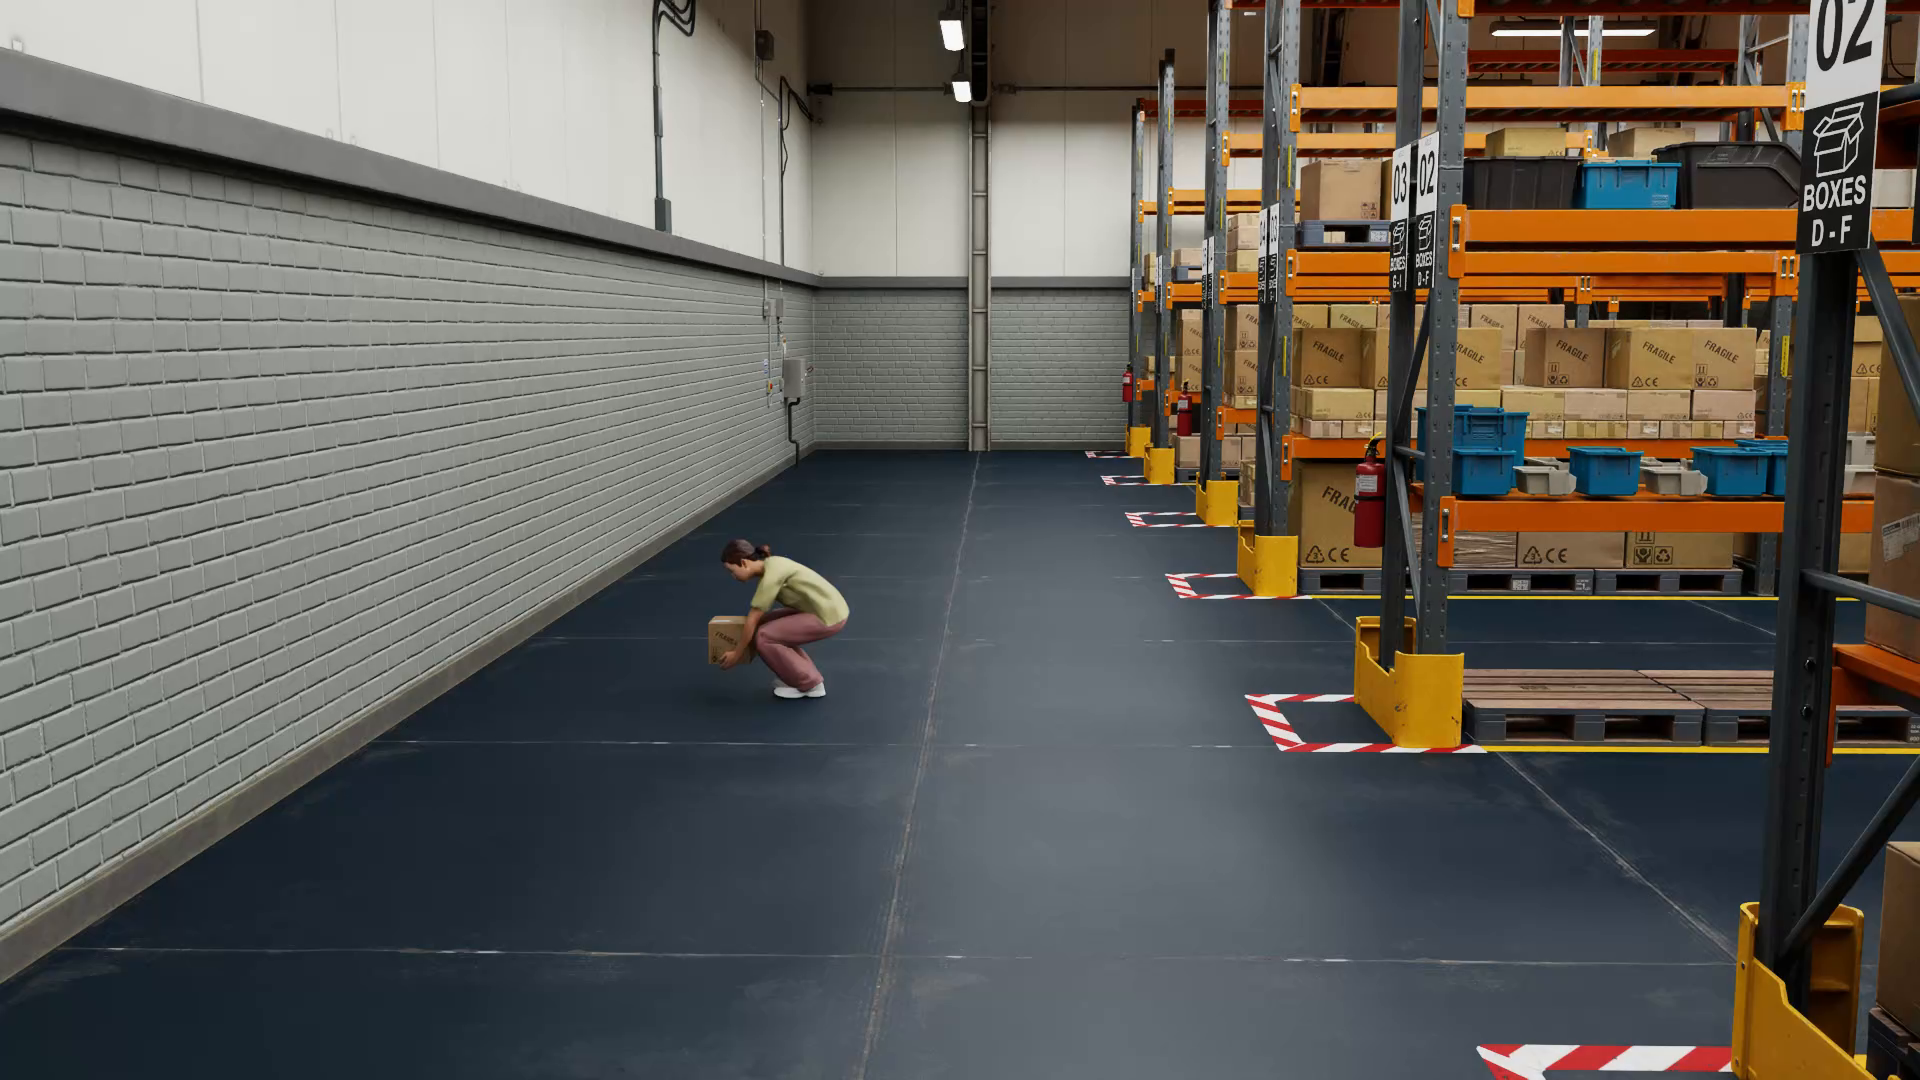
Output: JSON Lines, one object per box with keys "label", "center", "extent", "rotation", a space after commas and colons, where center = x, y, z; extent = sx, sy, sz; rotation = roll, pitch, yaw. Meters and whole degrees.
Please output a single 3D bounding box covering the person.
{"label": "person", "center": [-1.057, 0.463, 10.022], "extent": [0.779, 0.954, 0.484], "rotation": [0, 7, 1]}
